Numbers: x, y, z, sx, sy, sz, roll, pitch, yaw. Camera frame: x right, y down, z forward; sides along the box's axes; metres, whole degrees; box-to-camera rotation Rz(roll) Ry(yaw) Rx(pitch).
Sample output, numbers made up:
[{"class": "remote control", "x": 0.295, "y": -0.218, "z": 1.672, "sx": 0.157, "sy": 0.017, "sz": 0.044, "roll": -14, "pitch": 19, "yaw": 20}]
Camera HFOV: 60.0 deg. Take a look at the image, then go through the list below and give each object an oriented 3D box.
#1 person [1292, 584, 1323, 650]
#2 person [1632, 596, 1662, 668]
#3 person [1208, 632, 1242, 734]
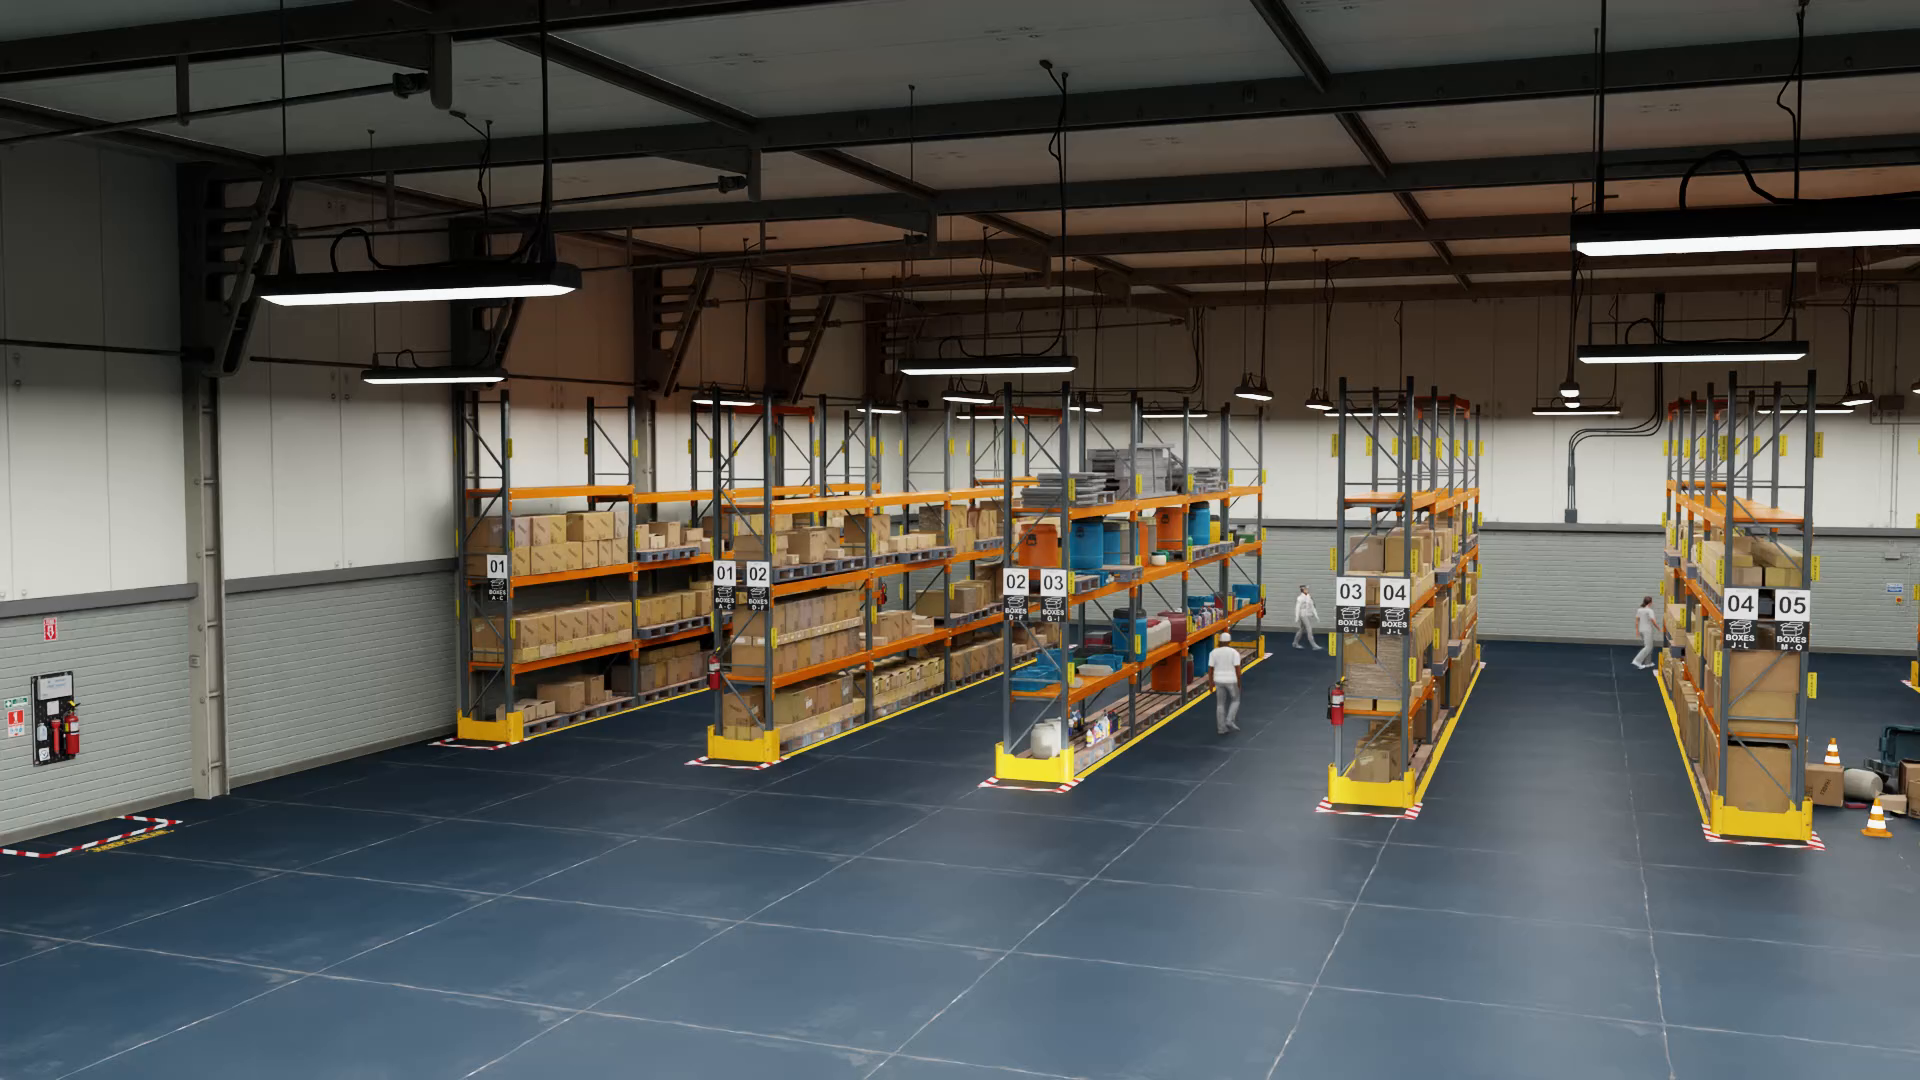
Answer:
[{"class": "person", "x": 8.628, "y": 1.893, "z": 41.182, "sx": 0.947, "sy": 1.634, "sz": 0.509, "roll": 3, "pitch": 4, "yaw": 44}, {"class": "person", "x": 15.562, "y": 2.096, "z": 37.763, "sx": 0.827, "sy": 1.644, "sz": 0.500, "roll": -1, "pitch": 3, "yaw": -16}, {"class": "person", "x": 4.670, "y": 2.503, "z": 29.234, "sx": 0.612, "sy": 1.753, "sz": 0.466, "roll": 2, "pitch": 4, "yaw": 27}]
